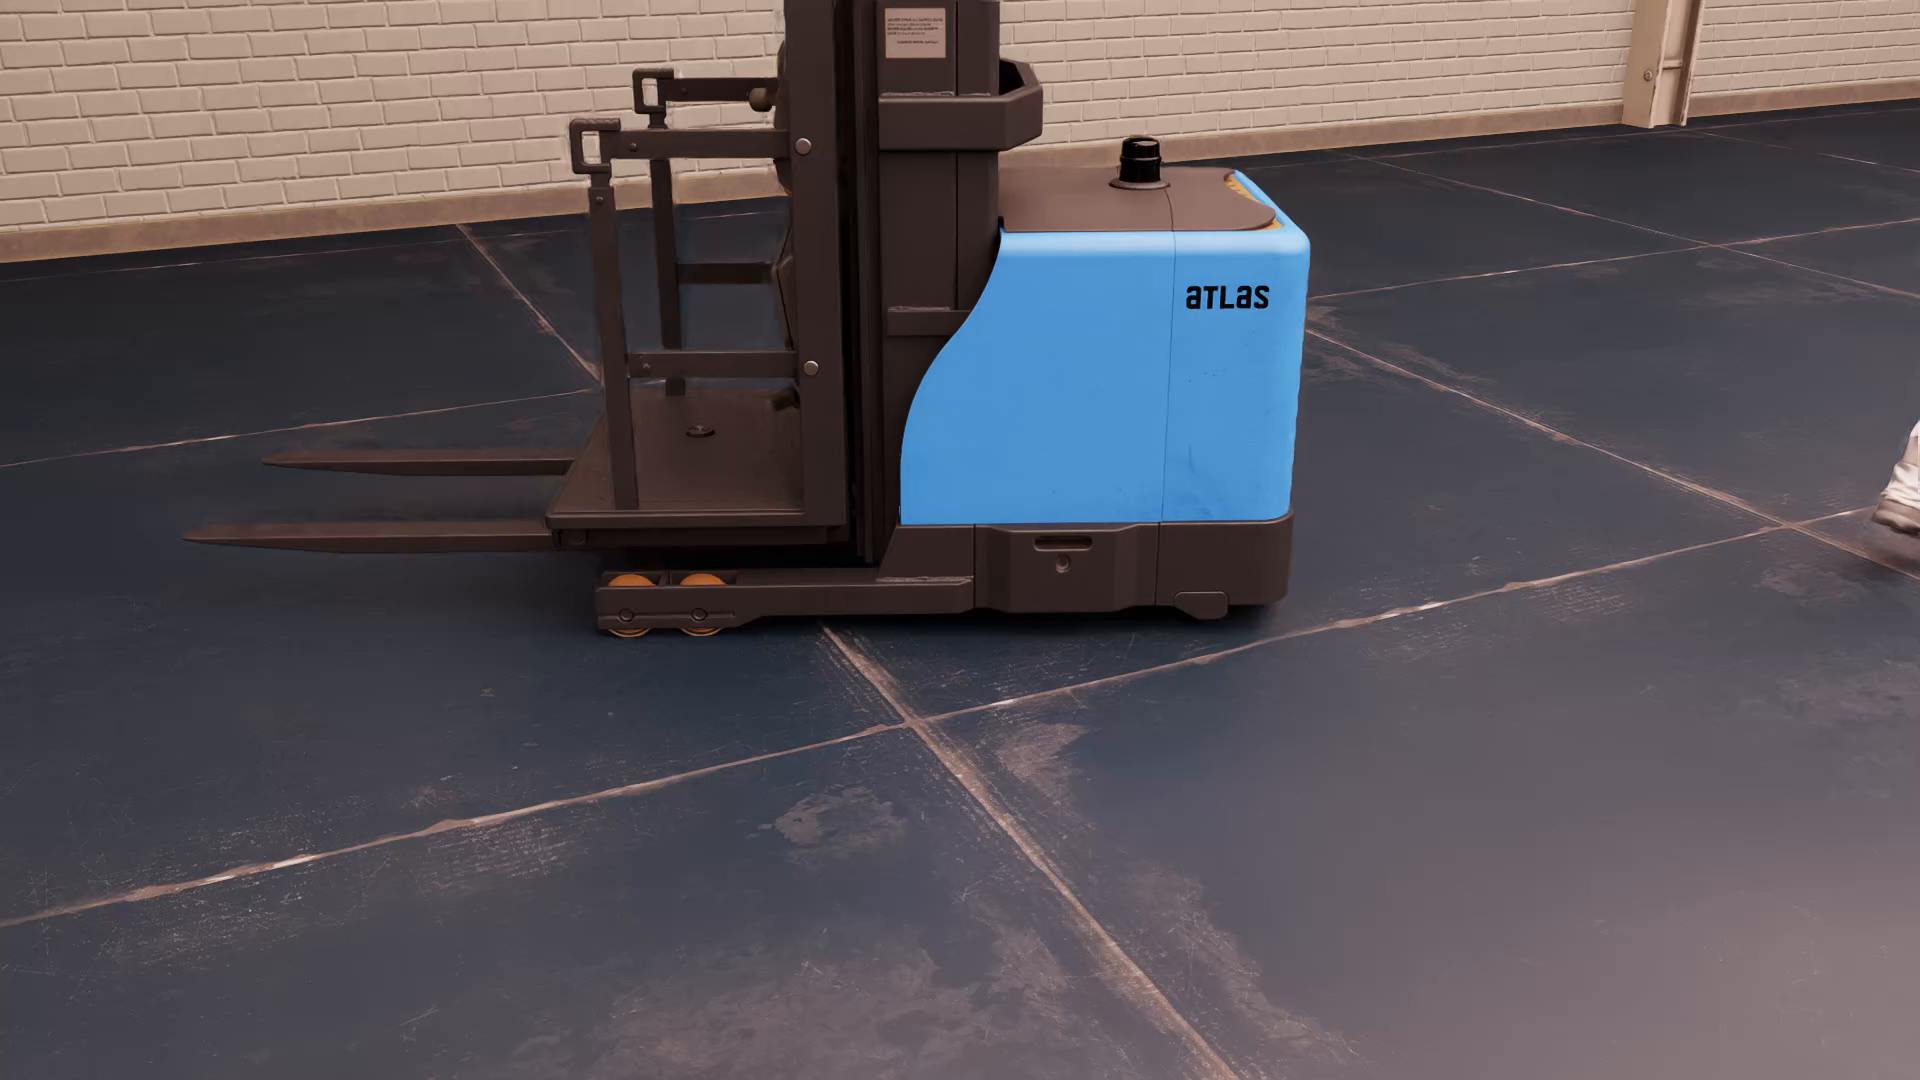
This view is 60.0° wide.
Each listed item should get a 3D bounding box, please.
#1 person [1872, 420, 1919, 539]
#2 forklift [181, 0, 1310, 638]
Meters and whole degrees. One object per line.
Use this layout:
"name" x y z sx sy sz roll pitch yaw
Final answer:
"person" 3.035 -0.736 4.580 0.683 1.764 0.880 -10 25 -22
"forklift" -0.624 -1.297 4.408 3.031 2.935 1.130 -1 23 -2
